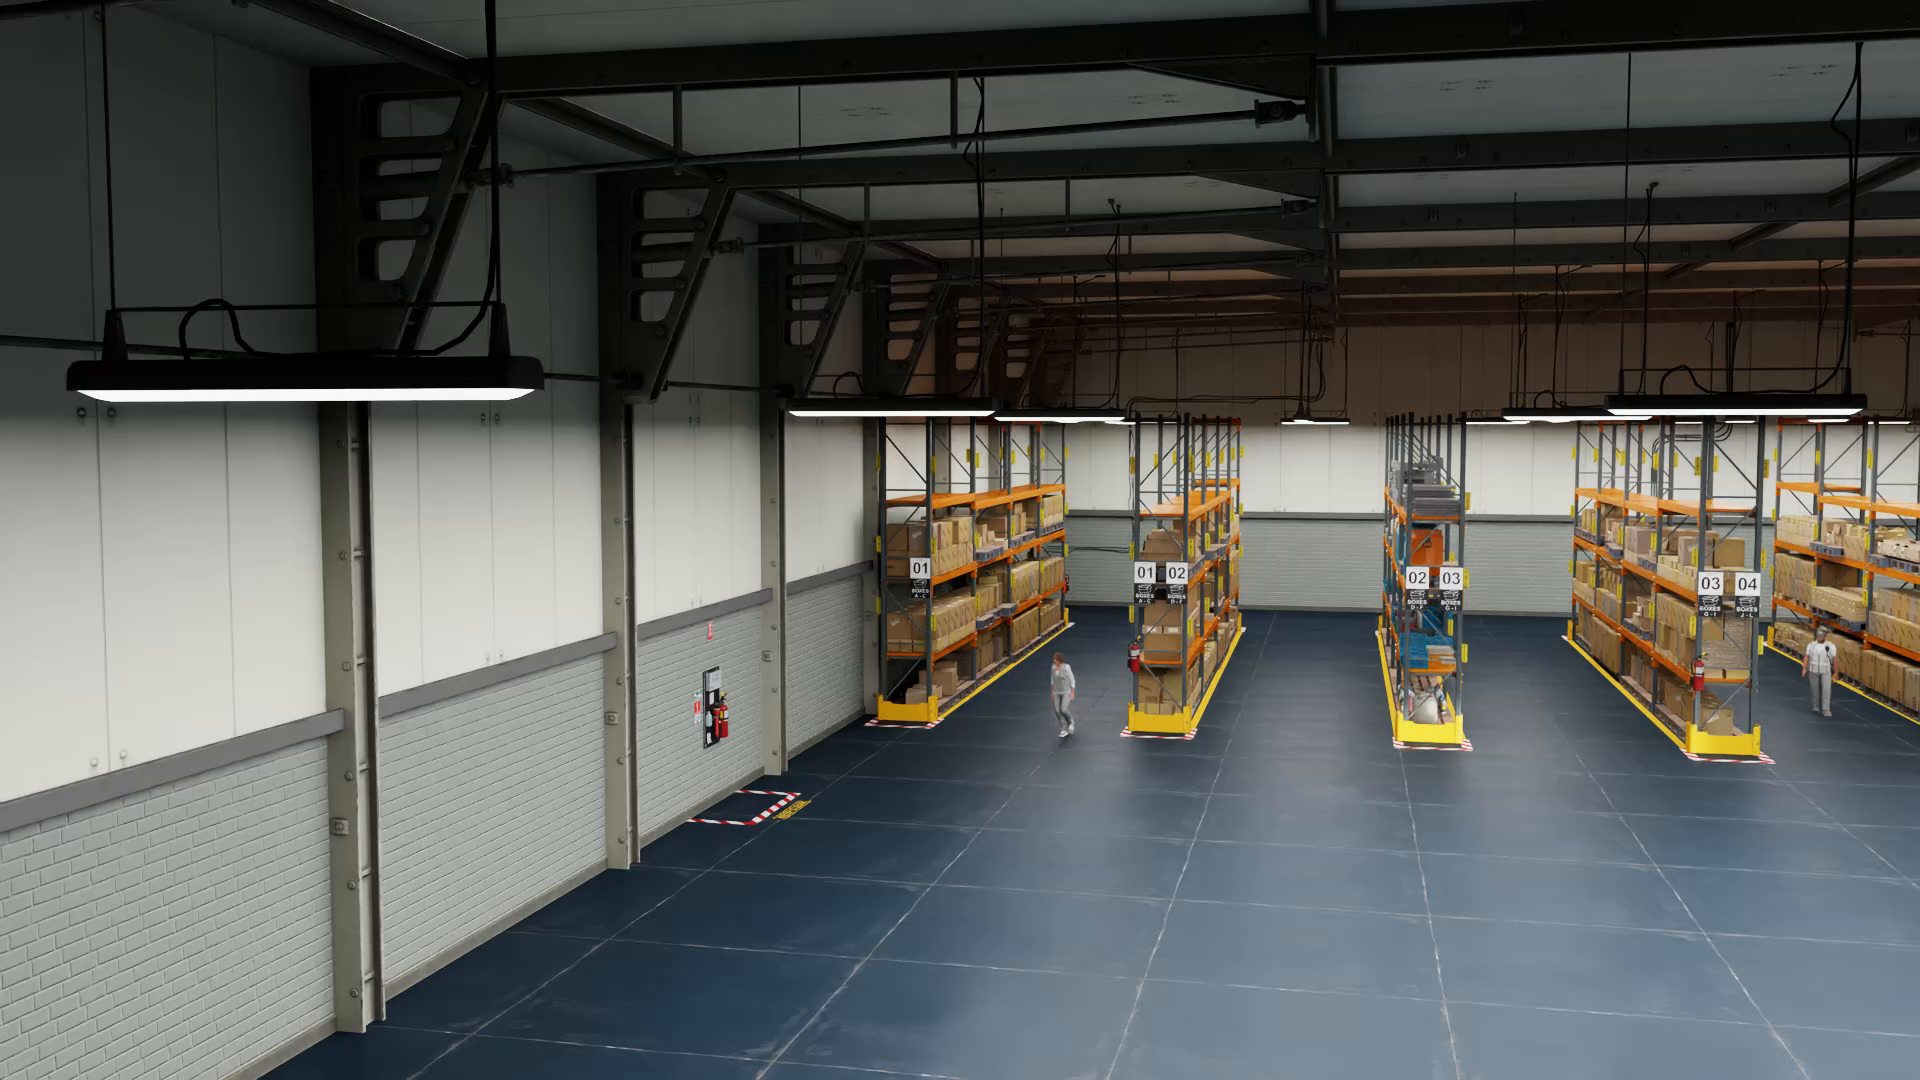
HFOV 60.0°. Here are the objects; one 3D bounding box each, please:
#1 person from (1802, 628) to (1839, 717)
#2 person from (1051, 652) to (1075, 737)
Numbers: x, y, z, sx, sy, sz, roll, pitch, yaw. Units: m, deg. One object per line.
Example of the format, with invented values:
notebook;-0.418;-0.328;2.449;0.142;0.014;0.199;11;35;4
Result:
person;17.111;2.606;33.073;0.645;1.700;1.007;2;4;29
person;1.916;2.855;30.851;0.498;1.579;0.455;3;5;34
